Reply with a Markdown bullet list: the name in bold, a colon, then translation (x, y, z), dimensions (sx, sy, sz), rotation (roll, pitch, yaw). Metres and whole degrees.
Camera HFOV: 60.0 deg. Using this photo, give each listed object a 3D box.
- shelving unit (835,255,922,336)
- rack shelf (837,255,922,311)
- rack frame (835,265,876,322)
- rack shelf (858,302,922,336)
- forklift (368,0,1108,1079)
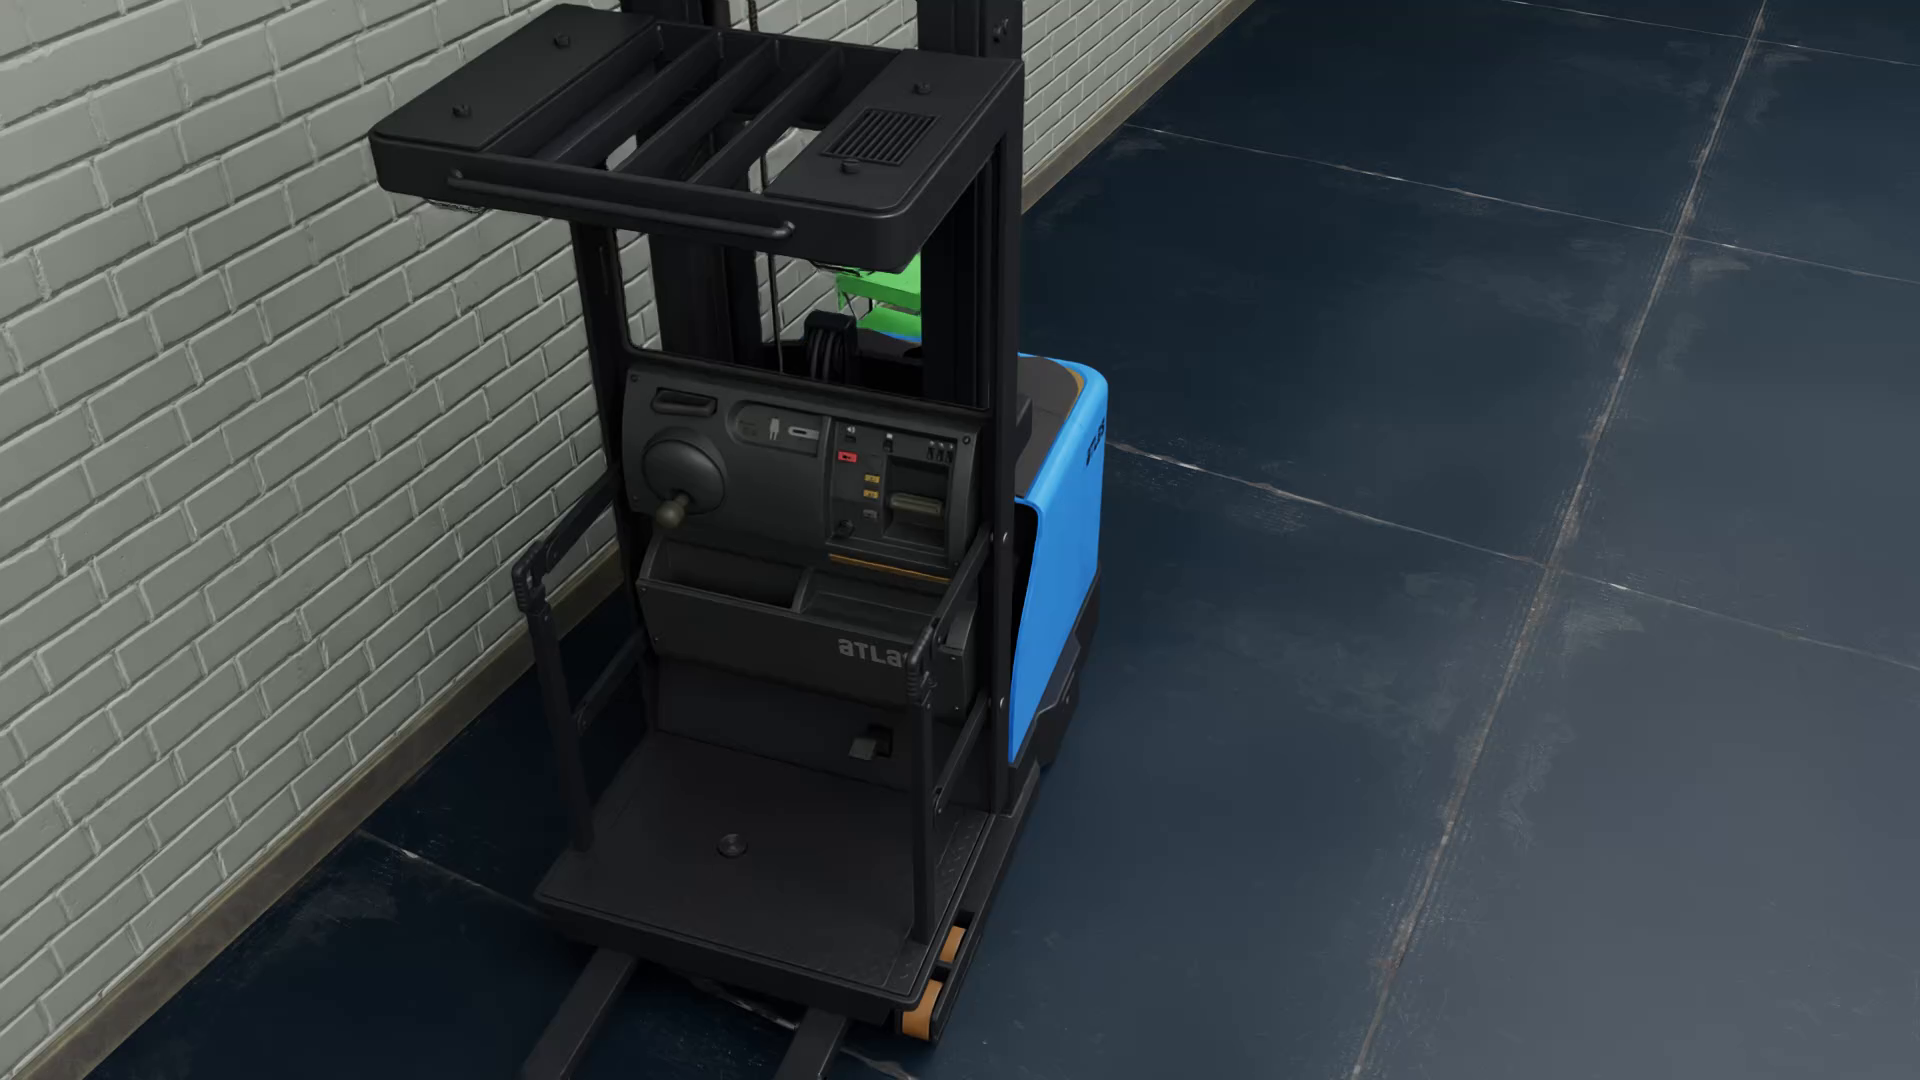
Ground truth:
- **shelving unit**: translation (-0.147, -0.524, 5.948), dimensions (0.503, 1.200, 0.258), rotation (17, 41, 21)
- **rack shelf**: translation (-0.147, -0.855, 5.696), dimensions (0.480, 0.148, 0.258), rotation (17, 41, 21)
- **rack frame**: translation (-0.364, -0.592, 6.037), dimensions (0.015, 1.200, 0.240), rotation (17, 41, 21)
- **rack shelf**: translation (-0.147, -0.664, 5.841), dimensions (0.480, 0.148, 0.258), rotation (17, 41, 21)
- **forklift**: translation (-0.476, -0.103, 3.962), dimensions (1.130, 2.935, 3.031), rotation (11, 39, 15)
